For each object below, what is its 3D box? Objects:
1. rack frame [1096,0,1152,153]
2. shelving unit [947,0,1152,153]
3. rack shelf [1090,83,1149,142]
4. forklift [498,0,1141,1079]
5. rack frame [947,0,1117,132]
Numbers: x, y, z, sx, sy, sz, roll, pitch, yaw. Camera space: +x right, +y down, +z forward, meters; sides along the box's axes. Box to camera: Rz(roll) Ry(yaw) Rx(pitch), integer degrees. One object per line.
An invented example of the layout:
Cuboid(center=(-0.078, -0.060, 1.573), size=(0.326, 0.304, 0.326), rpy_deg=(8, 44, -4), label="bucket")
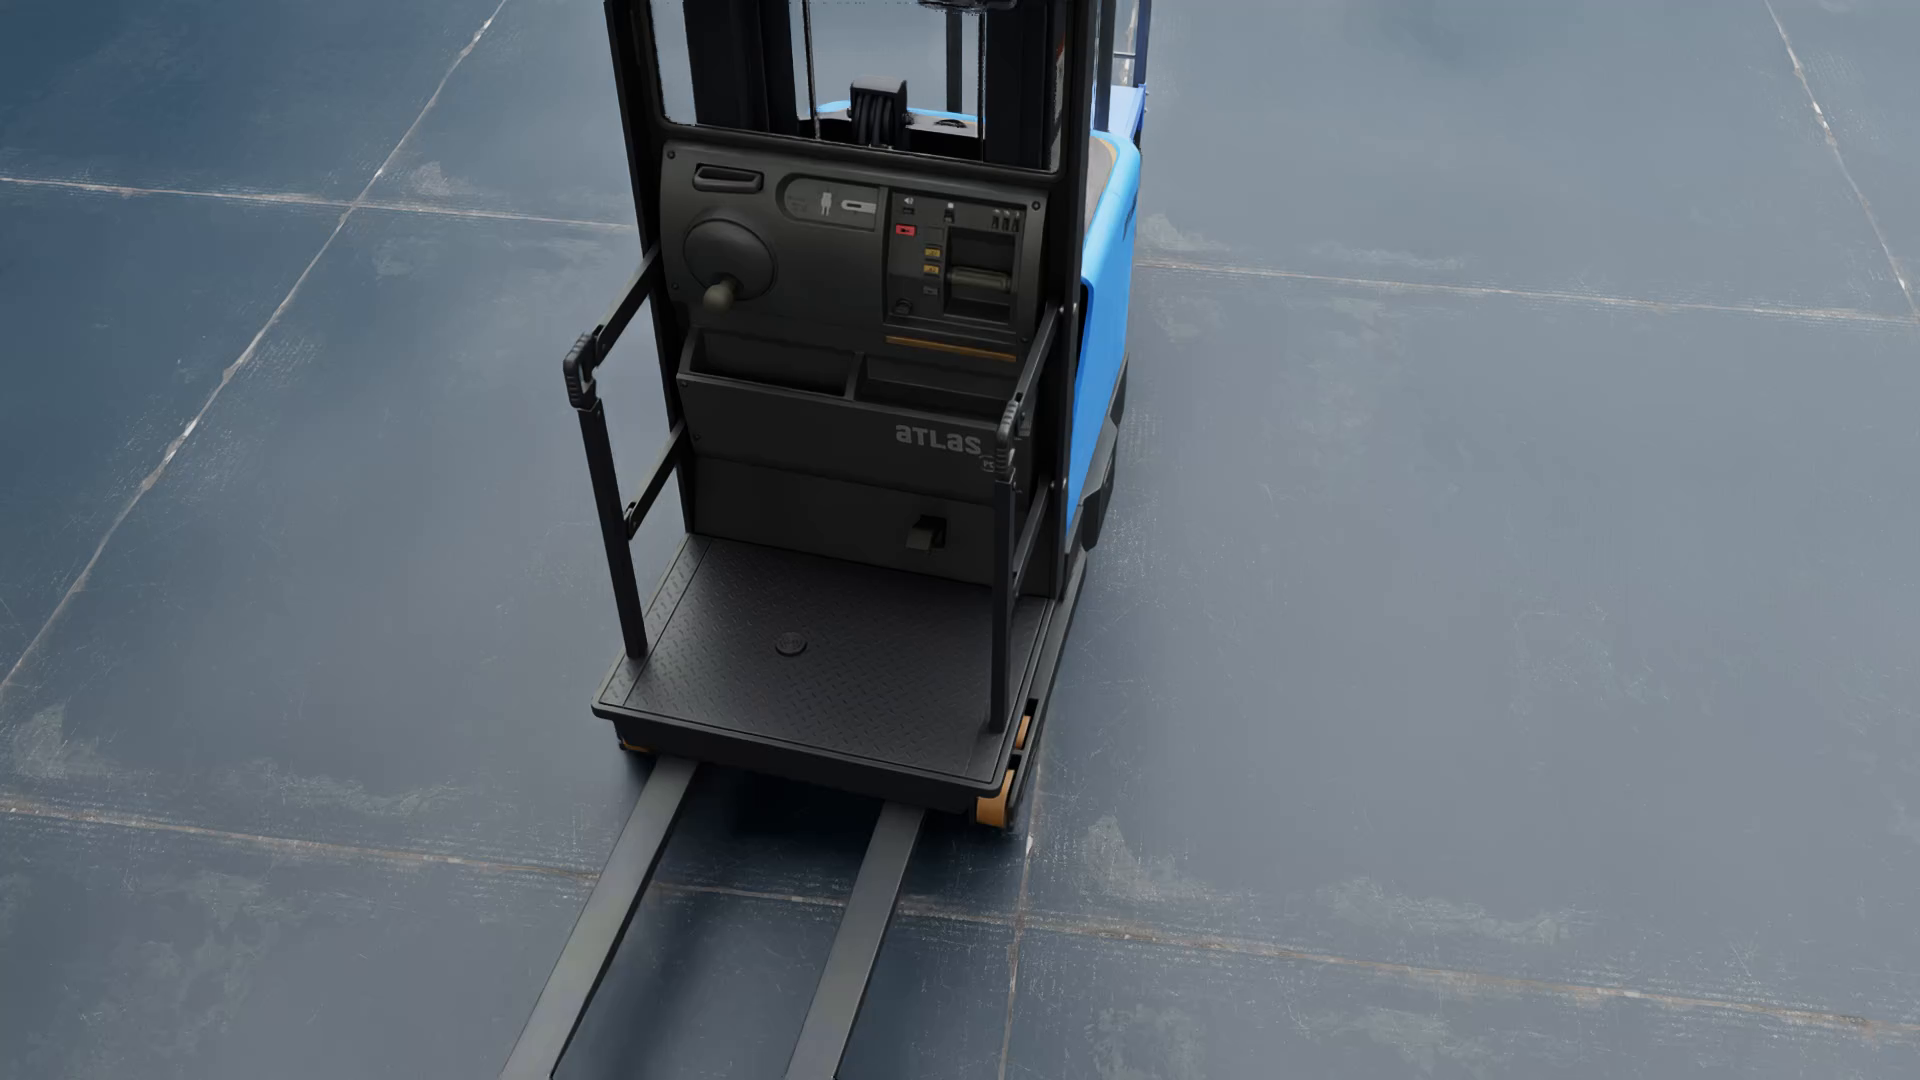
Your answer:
Cuboid(center=(0.430, -1.770, 6.029), size=(0.500, 1.500, 0.032), rpy_deg=(9, 44, 9), label="rack frame")
Cuboid(center=(0.319, -1.429, 5.669), size=(0.538, 1.500, 1.048), rpy_deg=(9, 44, 9), label="shelving unit")
Cuboid(center=(0.319, -1.299, 5.793), size=(0.538, 0.185, 1.000), rpy_deg=(9, 44, 9), label="rack shelf")
Cuboid(center=(-0.312, -0.599, 3.751), size=(1.130, 2.935, 3.031), rpy_deg=(10, 44, 11), label="forklift")
Cuboid(center=(0.208, -1.088, 5.309), size=(0.500, 1.500, 0.032), rpy_deg=(9, 44, 9), label="rack frame")
